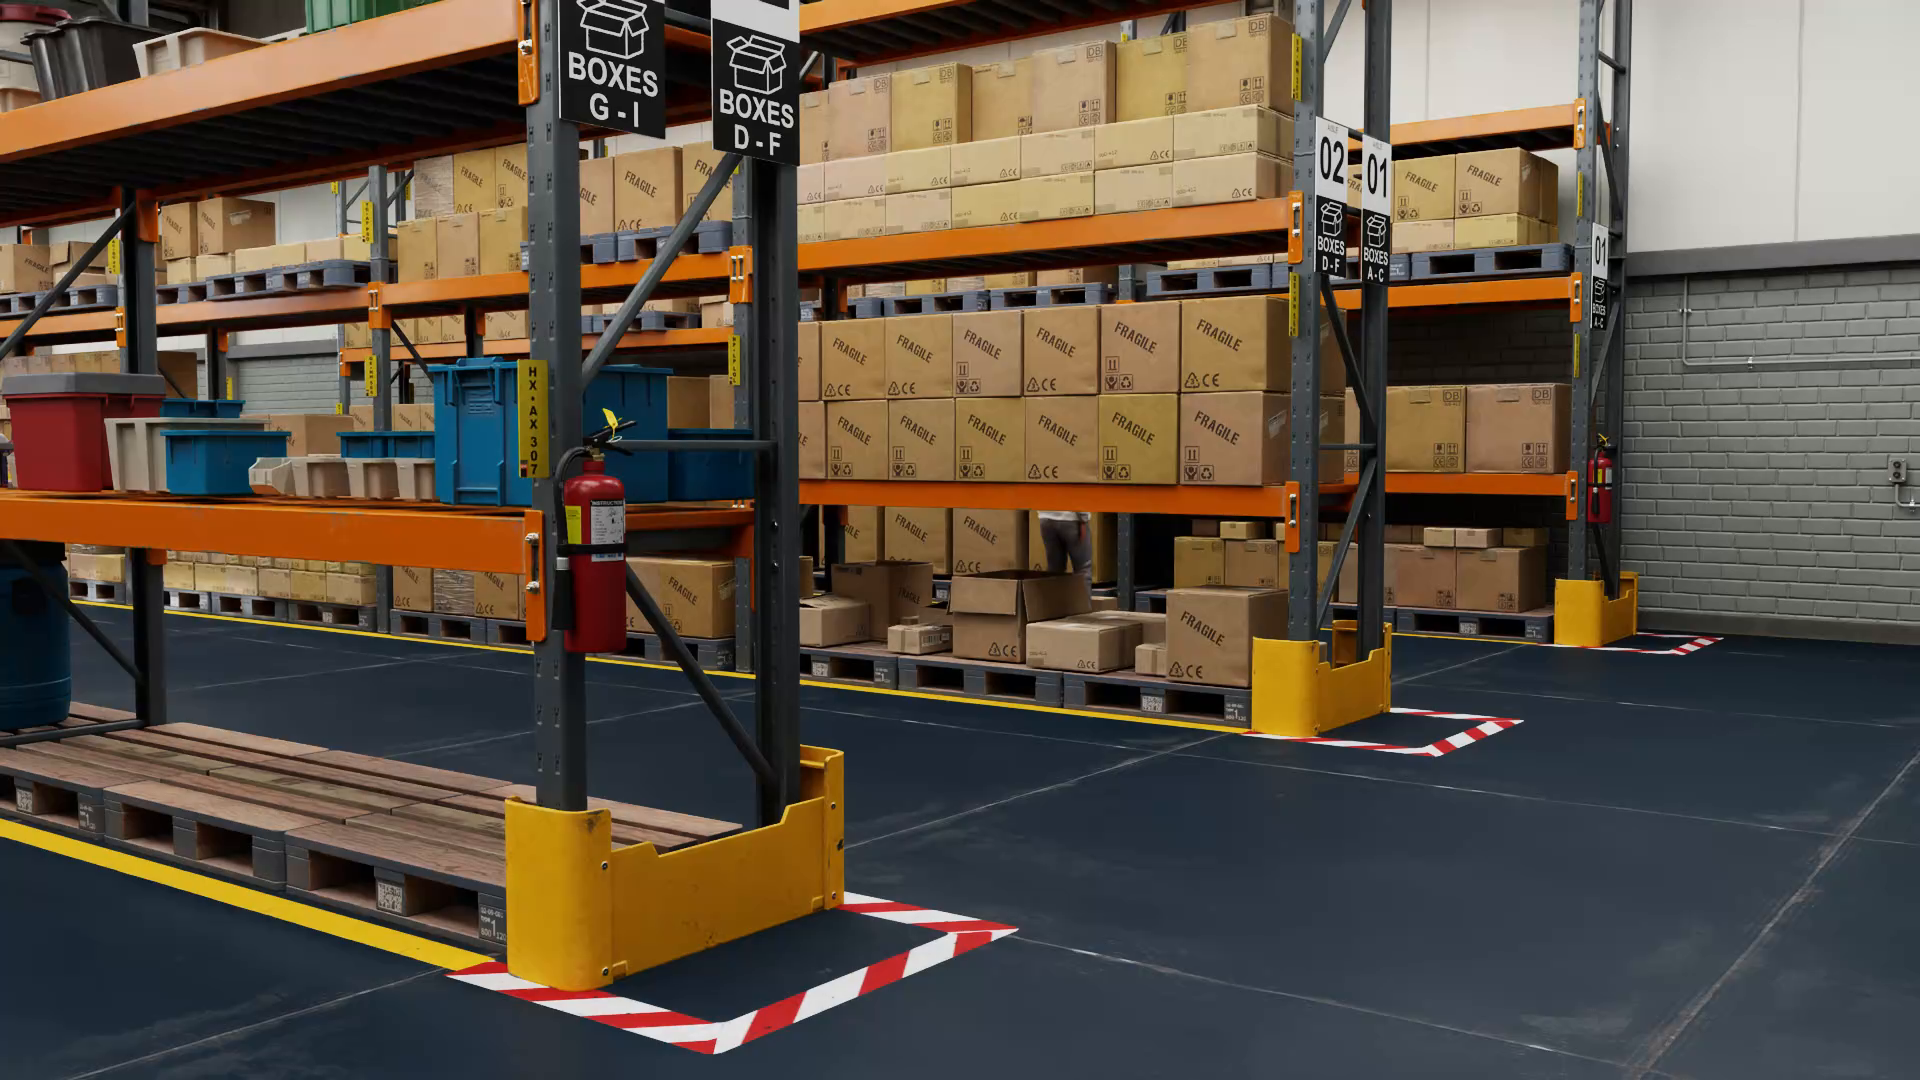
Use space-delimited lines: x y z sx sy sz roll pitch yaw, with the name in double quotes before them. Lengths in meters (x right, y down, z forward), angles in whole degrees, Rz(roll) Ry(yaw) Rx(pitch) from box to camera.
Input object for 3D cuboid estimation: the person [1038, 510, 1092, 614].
"person" 0.879 -0.134 13.458 0.556 1.799 0.476 3 4 41
